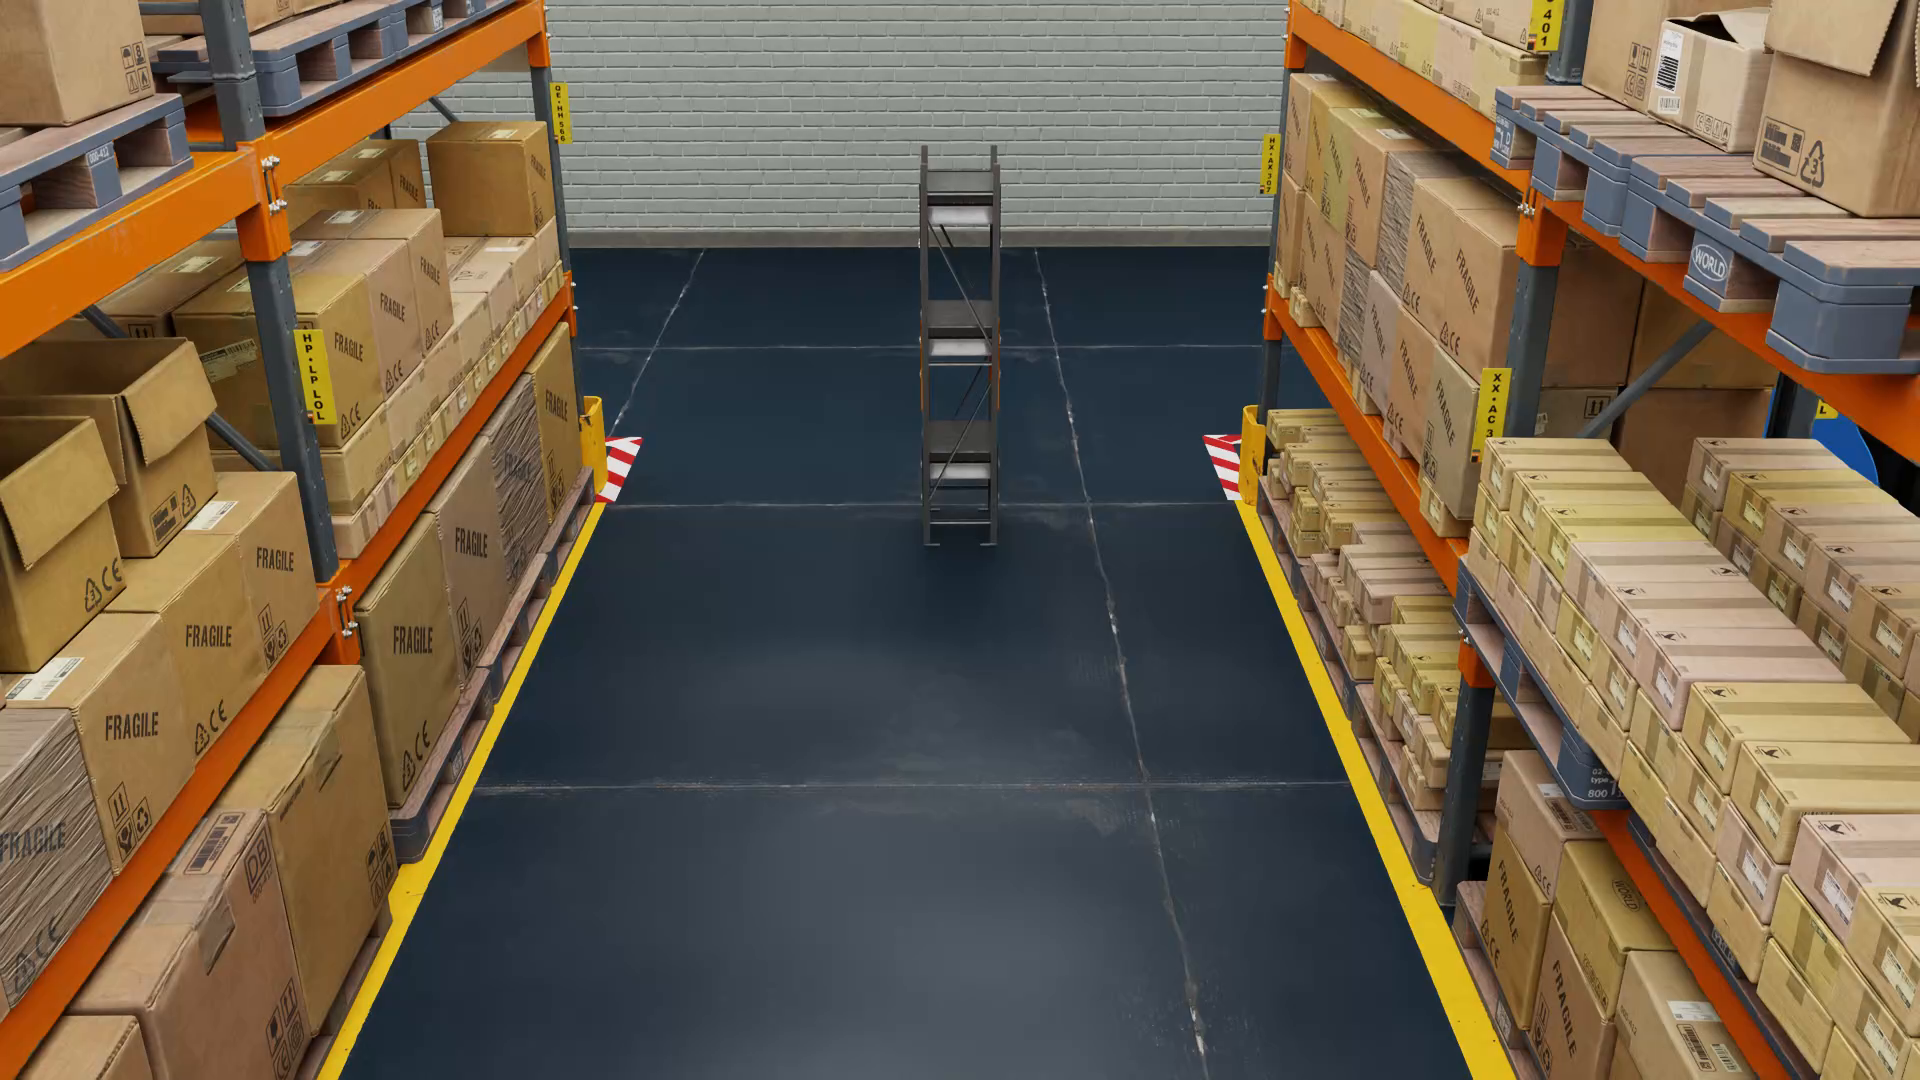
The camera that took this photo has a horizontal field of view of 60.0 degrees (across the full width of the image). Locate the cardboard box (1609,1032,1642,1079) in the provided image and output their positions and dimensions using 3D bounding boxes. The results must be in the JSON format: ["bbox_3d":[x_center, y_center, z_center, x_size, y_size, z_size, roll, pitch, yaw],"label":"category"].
[{"bbox_3d":[2.059,1.668,4.445,0.500,0.500,0.500,0,24,0],"label":"cardboard box"}]

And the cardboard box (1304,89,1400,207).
[{"bbox_3d":[1.997,-1.910,8.137,0.500,0.500,0.500,0,24,1],"label":"cardboard box"}]

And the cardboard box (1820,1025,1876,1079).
[{"bbox_3d":[1.865,1.040,3.105,0.380,0.149,0.250,-1,24,-1],"label":"cardboard box"}]

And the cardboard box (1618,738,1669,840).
[{"bbox_3d":[1.853,0.607,4.064,0.380,0.149,0.250,-1,24,-2],"label":"cardboard box"}]

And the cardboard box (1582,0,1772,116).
[{"bbox_3d":[2.183,-1.466,4.580,0.700,0.500,0.500,0,24,0],"label":"cardboard box"}]

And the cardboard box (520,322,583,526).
[{"bbox_3d":[-2.628,-0.646,9.108,0.875,0.875,0.875,0,24,-1],"label":"cardboard box"}]

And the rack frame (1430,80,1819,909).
[{"bbox_3d":[2.289,-0.019,5.652,1.000,3.000,0.127,0,24,-1],"label":"rack frame"}]

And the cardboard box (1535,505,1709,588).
[{"bbox_3d":[1.843,0.018,4.643,0.380,0.149,0.250,0,24,0],"label":"cardboard box"}]

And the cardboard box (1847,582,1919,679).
[{"bbox_3d":[2.496,0.224,4.187,0.380,0.149,0.250,-1,24,-2],"label":"cardboard box"}]

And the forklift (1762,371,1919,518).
[{"bbox_3d":[5.314,-1.047,8.009,1.130,2.935,3.031,-21,32,-38],"label":"forklift"}]

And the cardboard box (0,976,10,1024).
[{"bbox_3d":[-2.378,0.939,3.411,0.500,0.500,0.500,-1,24,-2],"label":"cardboard box"}]

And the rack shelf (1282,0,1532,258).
[{"bbox_3d":[2.267,-1.882,7.004,1.077,0.370,4.000,0,24,-1],"label":"rack shelf"}]

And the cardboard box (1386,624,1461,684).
[{"bbox_3d":[1.973,0.465,6.811,0.380,0.149,0.250,0,24,-1],"label":"cardboard box"}]

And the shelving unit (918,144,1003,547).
[{"bbox_3d":[-0.002,-1.025,8.968,0.431,2.100,0.503,0,24,-1],"label":"shelving unit"}]

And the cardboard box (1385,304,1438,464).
[{"bbox_3d":[1.997,-0.612,6.481,0.500,0.500,0.500,-1,24,-2],"label":"cardboard box"}]

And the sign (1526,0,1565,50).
[{"bbox_3d":[1.747,-1.615,4.914,0.100,0.325,0.005,0,24,-1],"label":"sign"}]

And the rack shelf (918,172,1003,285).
[{"bbox_3d":[-0.002,-1.650,8.685,0.431,0.518,0.480,0,24,-1],"label":"rack shelf"}]

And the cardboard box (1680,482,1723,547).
[{"bbox_3d":[2.491,-0.068,5.195,0.380,0.149,0.250,0,24,1],"label":"cardboard box"}]

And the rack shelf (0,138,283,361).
[{"bbox_3d":[-2.650,-0.253,3.402,1.077,0.370,4.000,0,24,-1],"label":"rack shelf"}]

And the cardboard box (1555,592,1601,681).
[{"bbox_3d":[1.845,0.253,4.484,0.380,0.149,0.250,-1,24,-3],"label":"cardboard box"}]

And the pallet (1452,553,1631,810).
[{"bbox_3d":[2.152,0.384,4.993,1.003,0.211,1.213,0,24,-1],"label":"pallet"}]

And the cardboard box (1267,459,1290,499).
[{"bbox_3d":[1.931,-0.342,9.316,0.380,0.149,0.250,0,24,1],"label":"cardboard box"}]

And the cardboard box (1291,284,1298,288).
[{"bbox_3d":[1.965,-1.313,8.818,0.380,0.149,0.250,1,24,1],"label":"cardboard box"}]

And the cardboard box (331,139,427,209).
[{"bbox_3d":[-2.974,-1.690,8.258,0.500,0.500,0.500,-1,24,-2],"label":"cardboard box"}]

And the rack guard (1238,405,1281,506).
[{"bbox_3d":[2.246,-0.497,9.742,1.175,0.500,0.348,0,24,-1],"label":"rack guard"}]

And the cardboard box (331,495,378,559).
[{"bbox_3d":[-2.342,-0.047,6.019,0.380,0.149,0.250,0,24,0],"label":"cardboard box"}]

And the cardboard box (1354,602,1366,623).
[{"bbox_3d":[2.022,0.284,7.571,0.380,0.149,0.250,-1,24,-3],"label":"cardboard box"}]

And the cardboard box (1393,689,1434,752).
[{"bbox_3d":[1.952,0.713,6.621,0.380,0.149,0.250,-1,24,-3],"label":"cardboard box"}]

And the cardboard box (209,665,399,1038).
[{"bbox_3d":[-2.645,1.002,5.463,1.225,0.875,0.875,0,24,0],"label":"cardboard box"}]

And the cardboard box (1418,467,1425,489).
[{"bbox_3d":[1.997,-0.237,6.439,0.380,0.149,0.250,1,24,2],"label":"cardboard box"}]

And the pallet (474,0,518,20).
[{"bbox_3d":[-2.697,-2.707,8.063,1.003,0.211,1.213,0,24,-1],"label":"pallet"}]

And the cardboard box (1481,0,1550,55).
[{"bbox_3d":[2.030,-1.734,5.379,0.500,0.250,0.500,-1,24,-3],"label":"cardboard box"}]

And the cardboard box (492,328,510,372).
[{"bbox_3d":[-2.366,-0.899,7.902,0.380,0.149,0.250,0,24,0],"label":"cardboard box"}]

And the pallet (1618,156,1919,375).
[{"bbox_3d":[2.204,-0.618,3.564,1.213,0.211,1.003,0,24,-1],"label":"pallet"}]

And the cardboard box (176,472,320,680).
[{"bbox_3d":[-2.393,0.108,5.250,0.500,0.500,0.500,0,24,0],"label":"cardboard box"}]

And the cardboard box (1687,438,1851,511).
[{"bbox_3d":[2.489,-0.202,5.130,0.380,0.149,0.250,1,24,2],"label":"cardboard box"}]

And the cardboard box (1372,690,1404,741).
[{"bbox_3d":[1.958,0.713,6.984,0.380,0.149,0.250,-1,24,-2],"label":"cardboard box"}]

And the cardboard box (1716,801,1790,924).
[{"bbox_3d":[1.856,0.684,3.532,0.380,0.149,0.250,0,24,1],"label":"cardboard box"}]

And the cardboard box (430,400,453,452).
[{"bbox_3d":[-2.356,-0.478,6.971,0.380,0.149,0.250,-1,24,-1],"label":"cardboard box"}]

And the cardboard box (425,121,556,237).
[{"bbox_3d":[-2.447,-1.896,8.712,0.500,0.500,0.500,0,24,0],"label":"cardboard box"}]

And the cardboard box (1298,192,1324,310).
[{"bbox_3d":[2.005,-1.441,8.315,0.500,0.500,0.500,0,24,0],"label":"cardboard box"}]

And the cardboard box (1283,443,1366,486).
[{"bbox_3d":[1.909,-0.396,8.713,0.380,0.149,0.250,0,24,-1],"label":"cardboard box"}]

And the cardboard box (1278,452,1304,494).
[{"bbox_3d":[1.941,-0.365,9.006,0.380,0.149,0.250,0,24,-1],"label":"cardboard box"}]

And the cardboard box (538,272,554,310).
[{"bbox_3d":[-2.378,-1.320,8.832,0.380,0.149,0.250,0,24,0],"label":"cardboard box"}]

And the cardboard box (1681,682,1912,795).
[{"bbox_3d":[1.855,0.442,3.707,0.380,0.149,0.250,0,24,1],"label":"cardboard box"}]

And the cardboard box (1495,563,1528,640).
[{"bbox_3d":[1.842,0.183,5.001,0.380,0.149,0.250,0,24,0],"label":"cardboard box"}]

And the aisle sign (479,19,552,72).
[{"bbox_3d":[-2.416,-2.902,8.871,0.394,0.787,0.004,0,24,-1],"label":"aisle sign"}]

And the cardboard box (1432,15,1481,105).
[{"bbox_3d":[2.020,-1.724,5.964,0.500,0.250,0.500,0,24,-1],"label":"cardboard box"}]

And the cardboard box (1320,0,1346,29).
[{"bbox_3d":[1.996,-2.562,7.817,0.500,0.250,0.500,1,24,1],"label":"cardboard box"}]

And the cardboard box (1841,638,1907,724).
[{"bbox_3d":[2.504,0.363,4.243,0.380,0.149,0.250,-1,24,-3],"label":"cardboard box"}]

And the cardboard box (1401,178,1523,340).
[{"bbox_3d":[2.003,-1.061,6.260,0.500,0.500,0.500,-1,24,-2],"label":"cardboard box"}]

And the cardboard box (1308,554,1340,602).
[{"bbox_3d":[1.932,0.181,8.159,0.380,0.149,0.250,-1,24,-3],"label":"cardboard box"}]

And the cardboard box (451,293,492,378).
[{"bbox_3d":[-2.424,-0.922,7.469,0.500,0.250,0.500,0,24,0],"label":"cardboard box"}]

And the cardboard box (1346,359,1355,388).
[{"bbox_3d":[1.989,-0.775,7.628,0.380,0.149,0.250,1,24,1],"label":"cardboard box"}]

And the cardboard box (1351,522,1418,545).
[{"bbox_3d":[2.044,0.032,7.767,0.380,0.149,0.250,0,24,0],"label":"cardboard box"}]

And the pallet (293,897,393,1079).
[{"bbox_3d":[-2.588,1.550,5.567,1.003,0.211,1.213,0,24,-1],"label":"pallet"}]
